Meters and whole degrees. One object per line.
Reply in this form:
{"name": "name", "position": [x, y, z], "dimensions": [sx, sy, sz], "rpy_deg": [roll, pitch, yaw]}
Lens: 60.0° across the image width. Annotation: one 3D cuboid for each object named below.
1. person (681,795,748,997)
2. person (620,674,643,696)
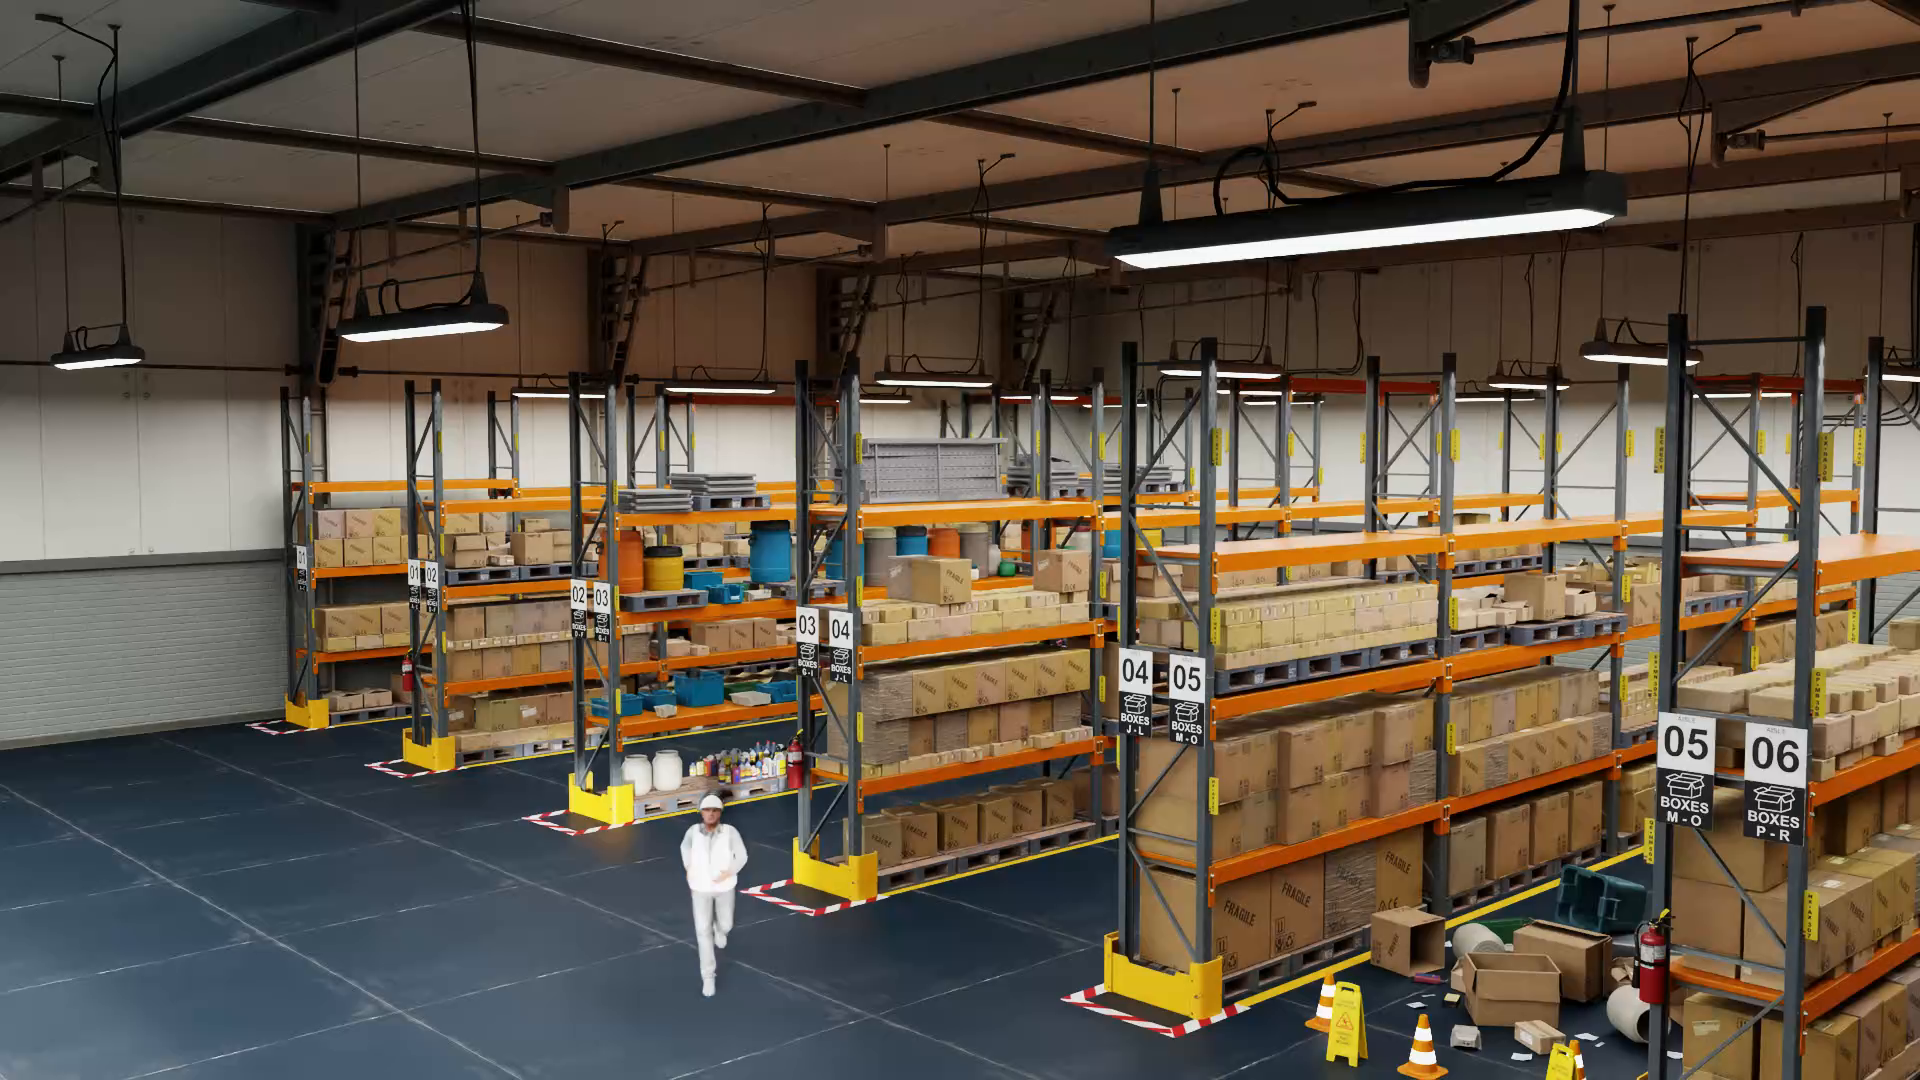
{"name": "person", "position": [-2.329, 3.295, 15.771], "dimensions": [0.628, 1.787, 1.105], "rpy_deg": [-1, 4, -10]}
{"name": "person", "position": [-6.202, 2.363, 31.133], "dimensions": [0.672, 1.677, 0.691], "rpy_deg": [3, 5, 36]}
